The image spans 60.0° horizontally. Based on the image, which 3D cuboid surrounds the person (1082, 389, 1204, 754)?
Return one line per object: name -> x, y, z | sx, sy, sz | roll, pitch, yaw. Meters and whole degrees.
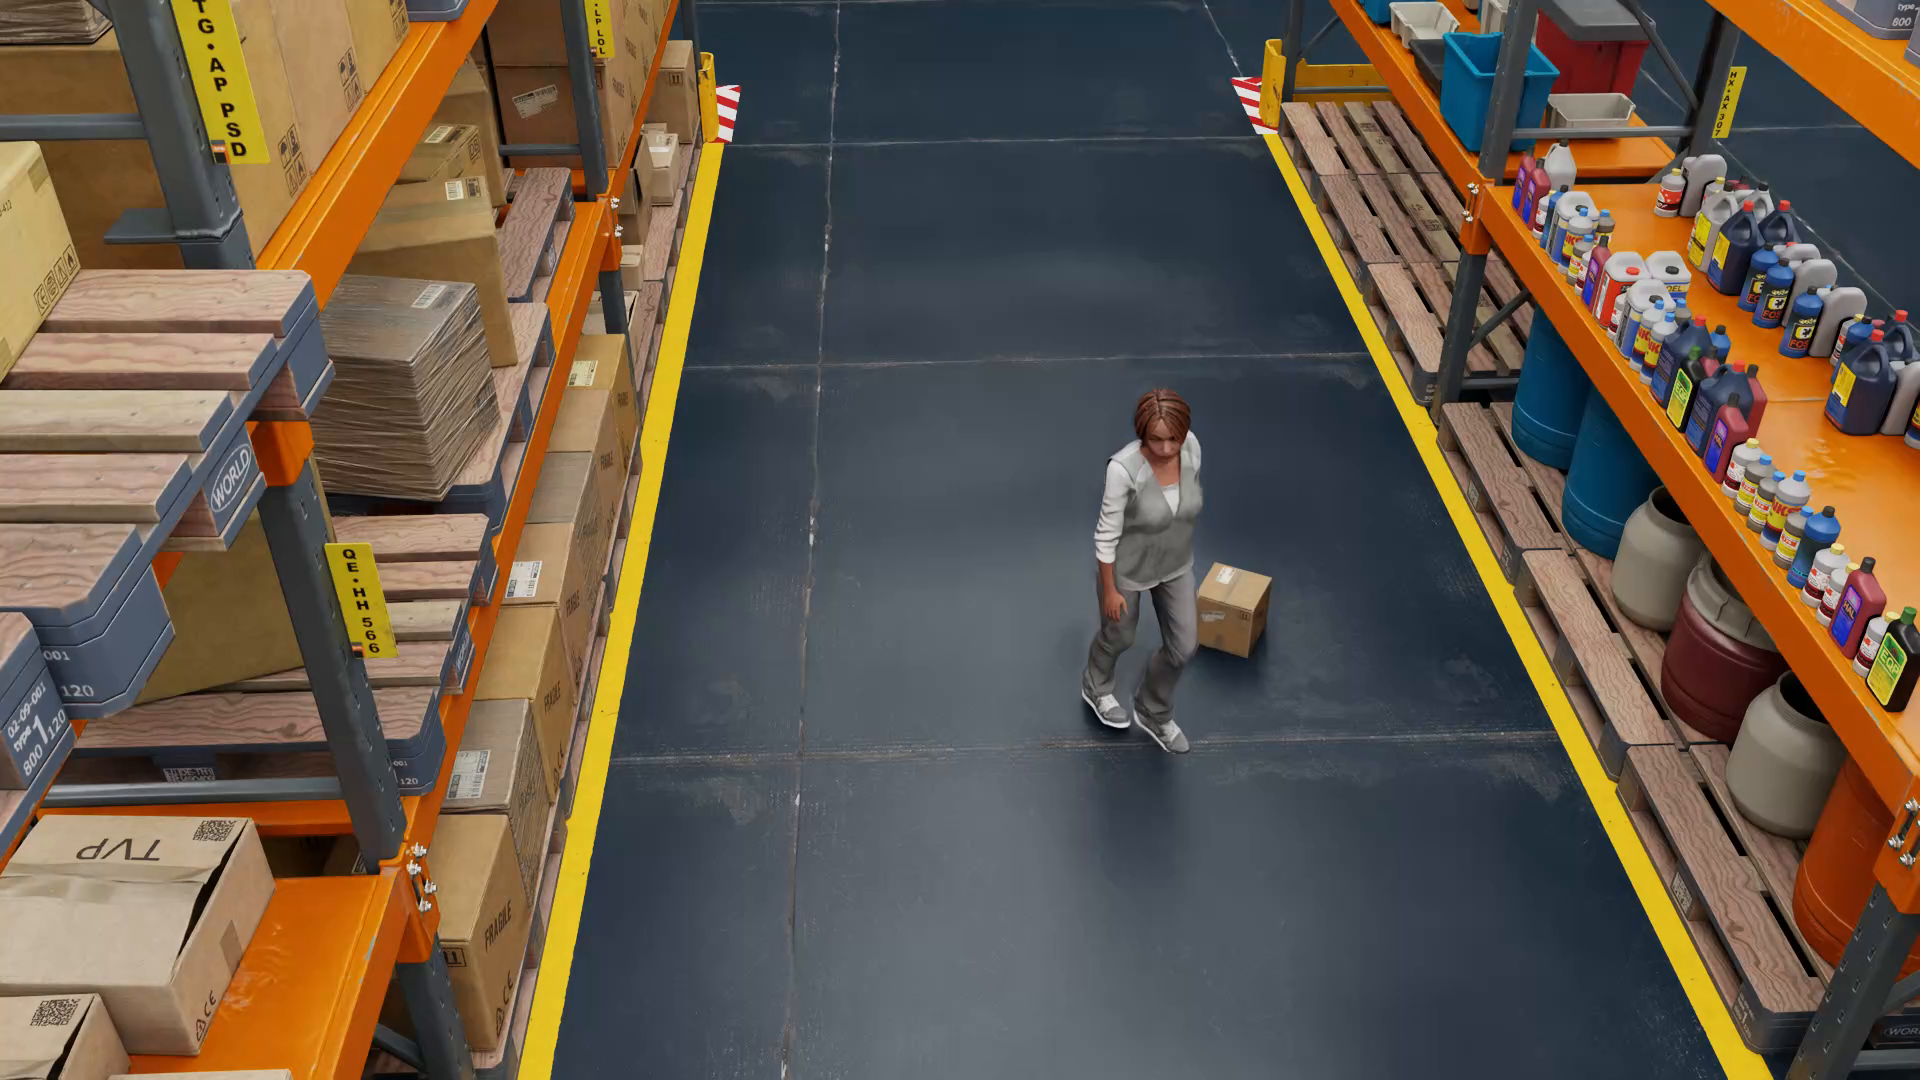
person -> 0.634, 0.104, 6.028 | 0.424, 1.628, 0.492 | -13, 38, -18
